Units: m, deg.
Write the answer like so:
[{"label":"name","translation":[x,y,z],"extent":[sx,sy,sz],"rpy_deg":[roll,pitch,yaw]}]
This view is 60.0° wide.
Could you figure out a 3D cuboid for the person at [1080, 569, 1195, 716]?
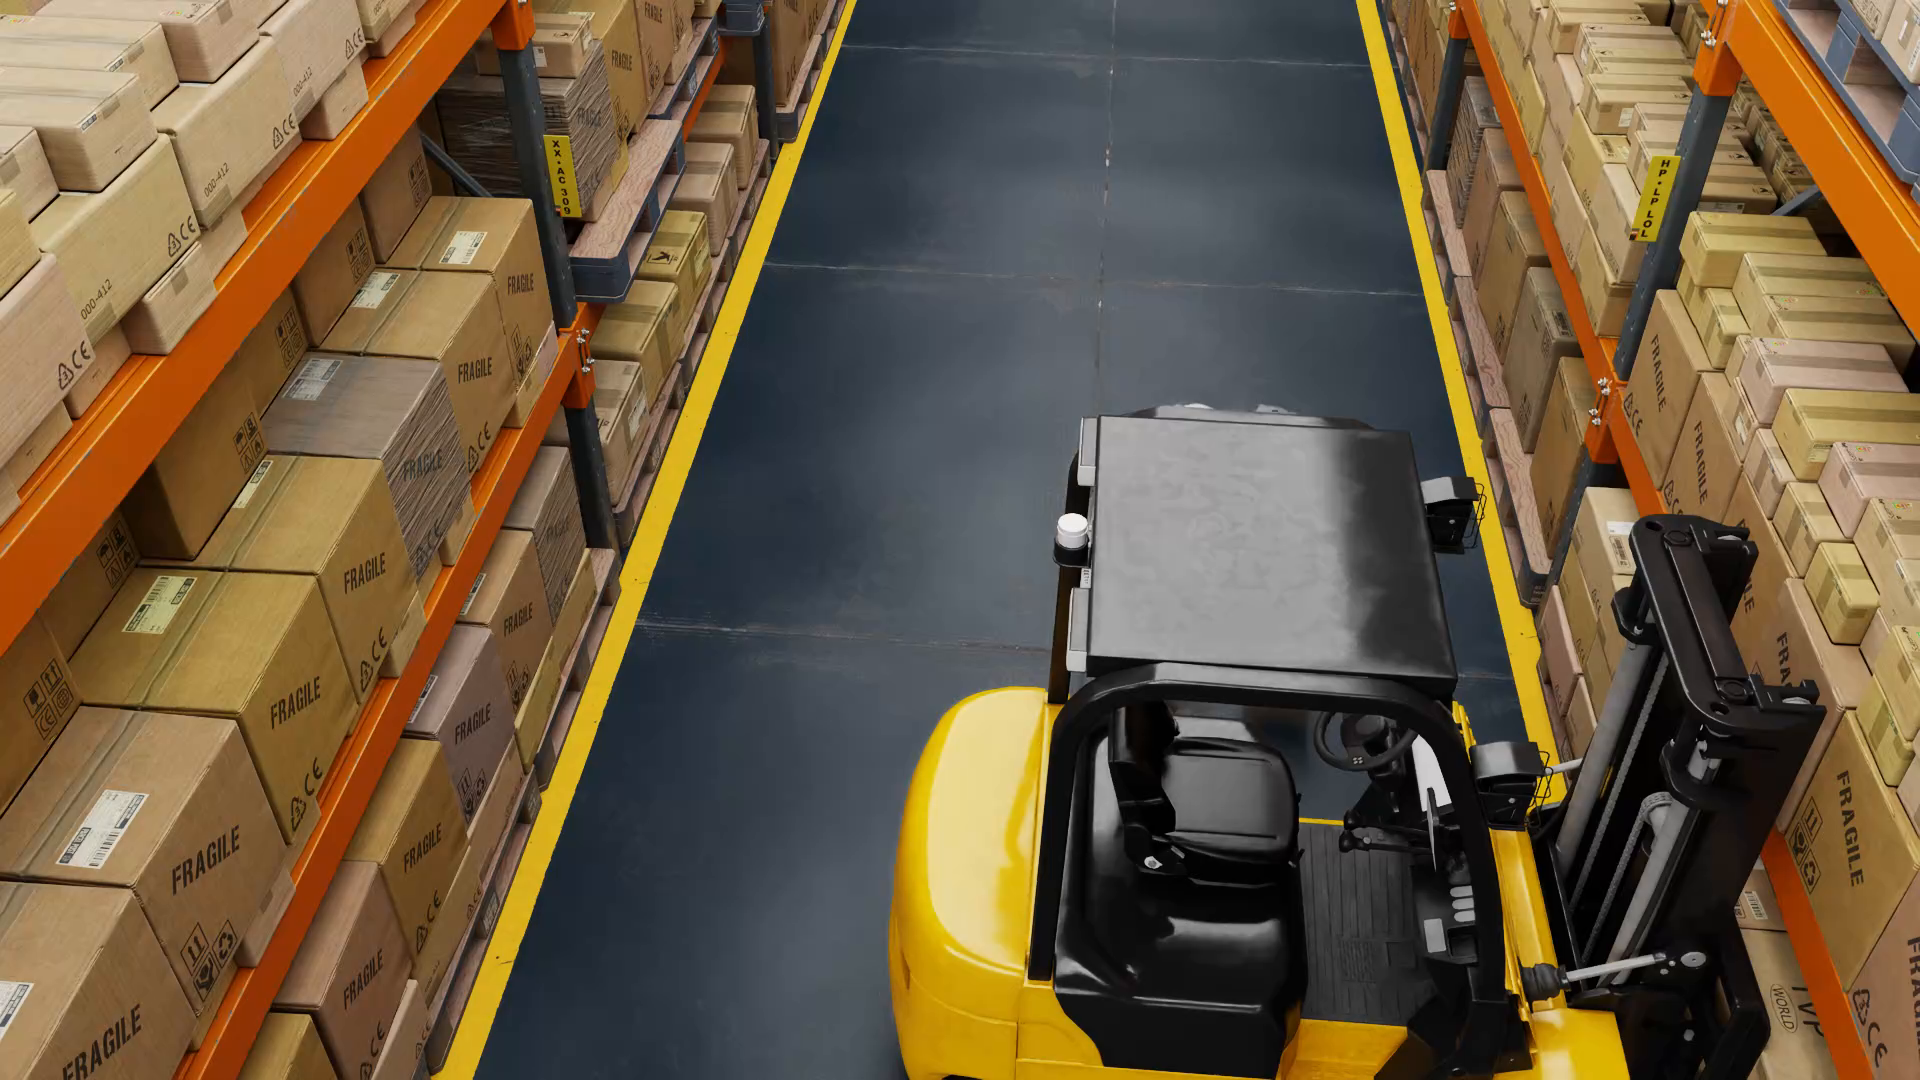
[{"label":"person","translation":[0.912,0.242,6.447],"extent":[0.904,1.010,0.568],"rpy_deg":[3,40,4]}]
